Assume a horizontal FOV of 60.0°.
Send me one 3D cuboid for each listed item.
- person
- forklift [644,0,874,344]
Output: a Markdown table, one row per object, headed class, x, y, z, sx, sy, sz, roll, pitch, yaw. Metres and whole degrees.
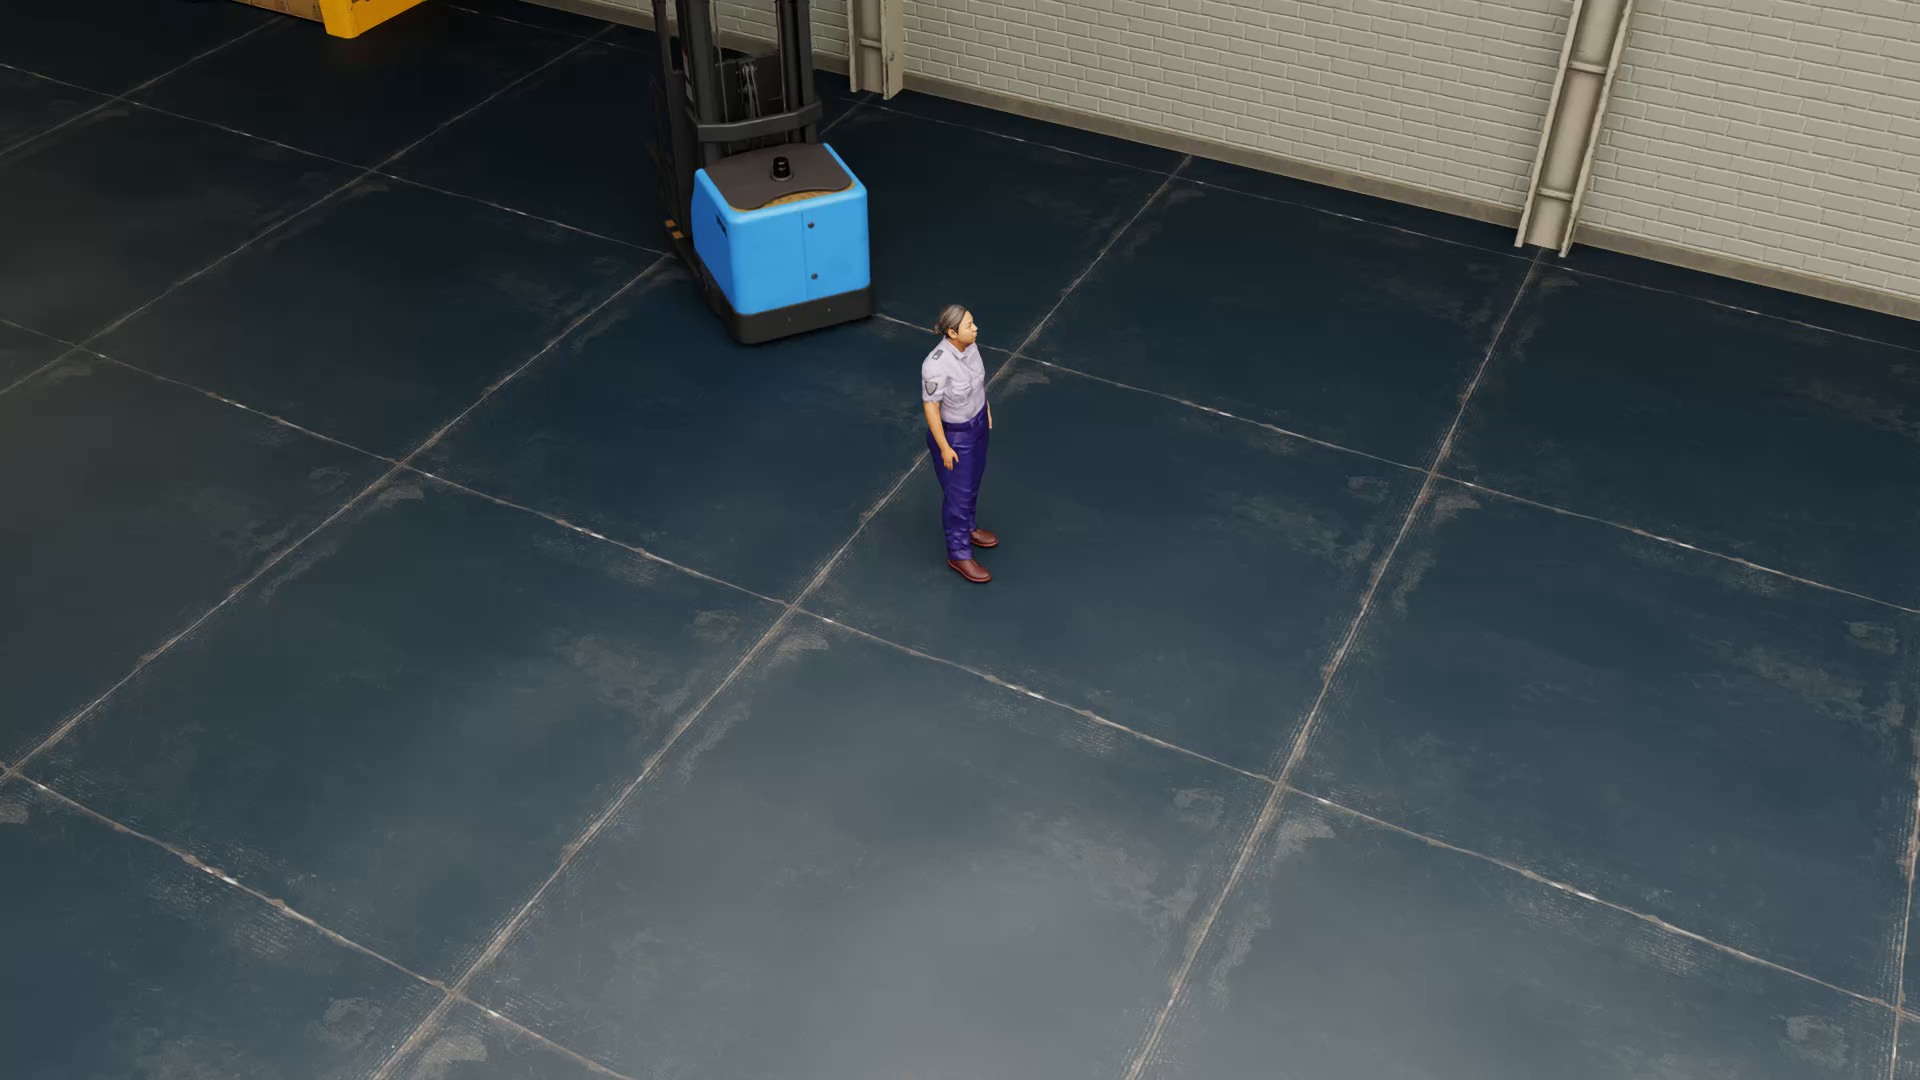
| class | x | y | z | sx | sy | sz | roll | pitch | yaw |
| --- | --- | --- | --- | --- | --- | --- | --- | --- | --- |
| person | 0.070 | -0.590 | 9.684 | 0.501 | 1.634 | 0.598 | 18 | 43 | 21 |
| forklift | -1.697 | -3.460 | 12.095 | 1.130 | 2.935 | 3.031 | -16 | 43 | -18 |
